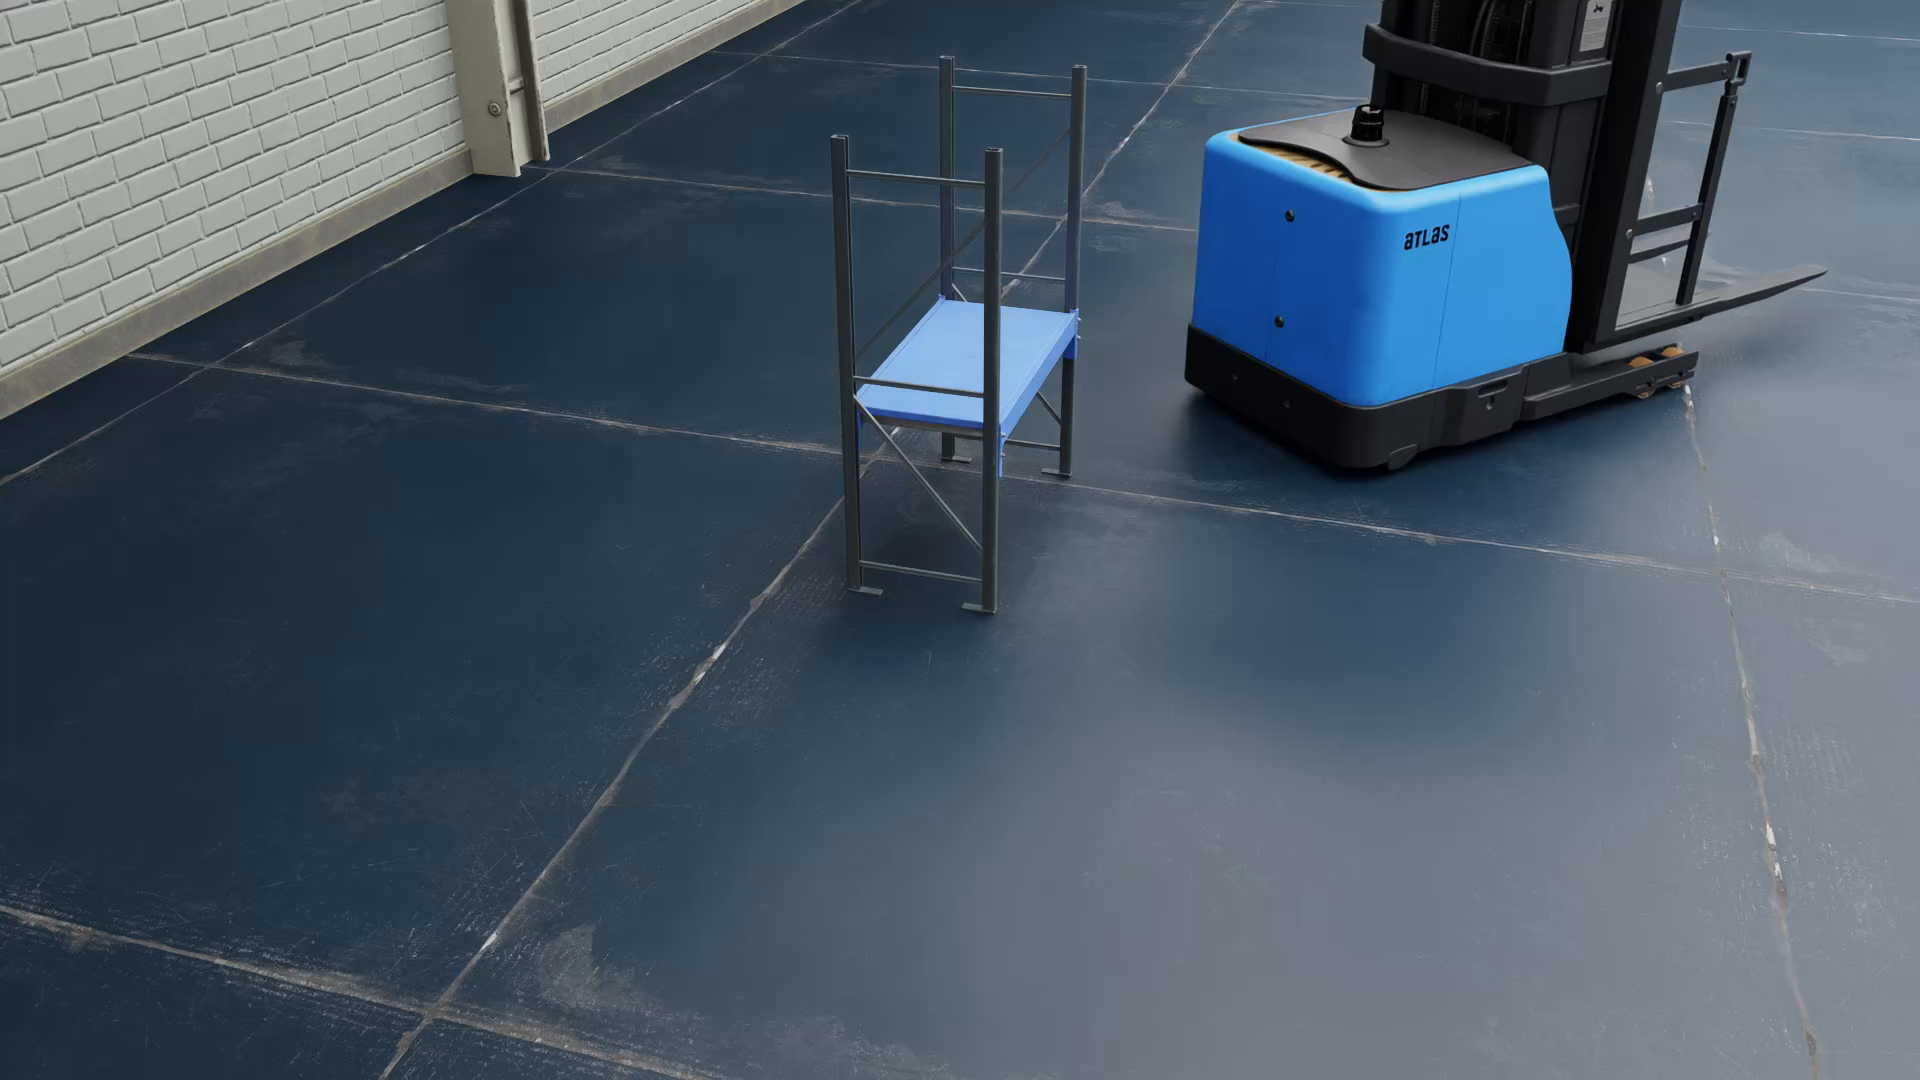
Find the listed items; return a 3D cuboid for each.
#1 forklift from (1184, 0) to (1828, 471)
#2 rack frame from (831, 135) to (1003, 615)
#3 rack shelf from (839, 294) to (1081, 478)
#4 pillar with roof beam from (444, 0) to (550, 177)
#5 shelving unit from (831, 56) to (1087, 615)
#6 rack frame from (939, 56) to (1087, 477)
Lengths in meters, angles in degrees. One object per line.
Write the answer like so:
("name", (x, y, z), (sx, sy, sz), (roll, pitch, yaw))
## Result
("forklift", (2.443, -2.060, 6.438), (3.031, 2.935, 1.130), (-17, 33, -27))
("rack frame", (-0.124, -0.459, 5.032), (0.500, 1.500, 0.032), (8, 30, 15))
("rack shelf", (0.025, -0.538, 5.544), (0.538, 0.185, 1.000), (8, 30, 15))
("pillar with roof beam", (1.501, -5.496, 6.373), (9.100, 9.000, 0.400), (8, 30, 15))
("shelving unit", (0.025, -0.695, 5.457), (0.538, 1.500, 1.048), (8, 30, 15))
("rack frame", (0.174, -0.931, 5.881), (0.500, 1.500, 0.032), (8, 30, 15))
